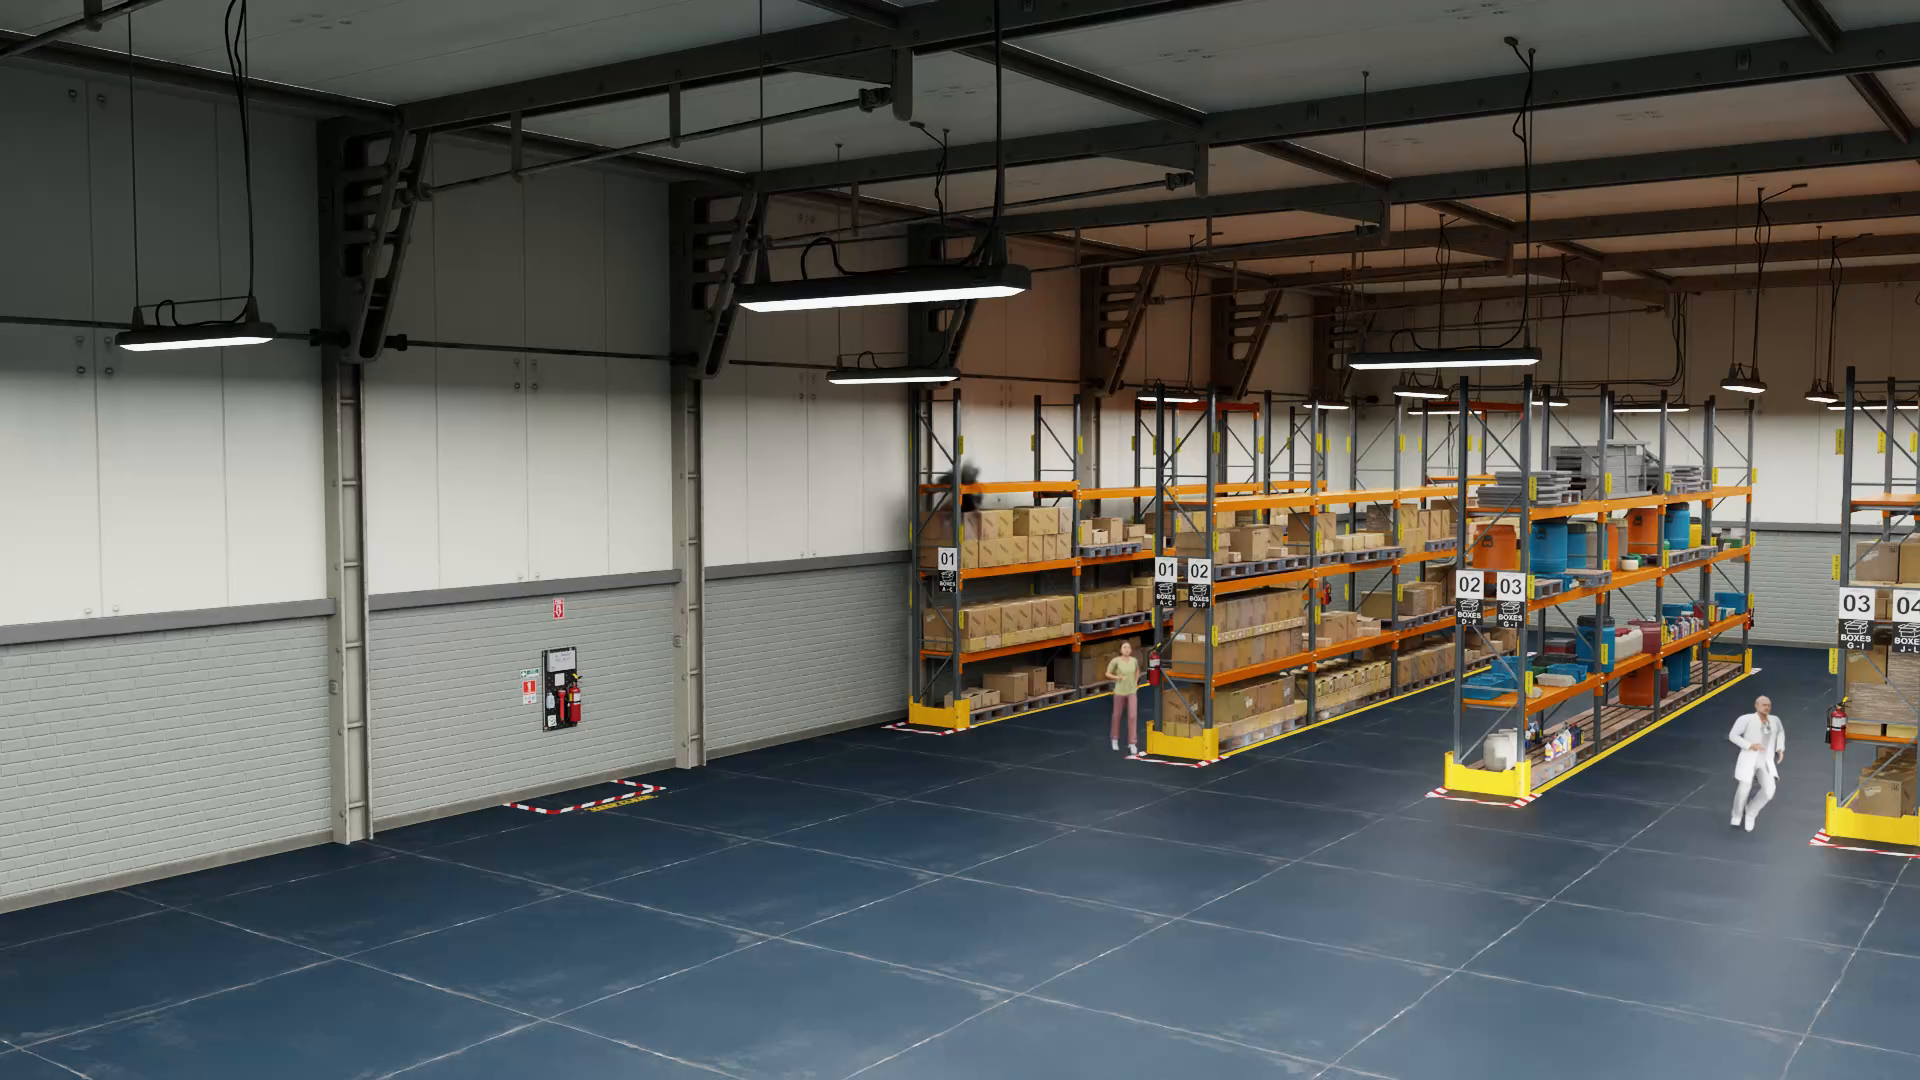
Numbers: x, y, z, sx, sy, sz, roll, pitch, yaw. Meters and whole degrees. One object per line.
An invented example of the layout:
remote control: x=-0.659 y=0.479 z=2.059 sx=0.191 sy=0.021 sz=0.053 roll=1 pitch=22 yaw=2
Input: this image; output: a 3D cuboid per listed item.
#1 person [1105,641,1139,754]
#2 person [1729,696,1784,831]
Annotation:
person: x=2.535 y=2.411 z=25.675 sx=0.585 sy=1.718 sz=0.817 roll=-1 pitch=3 yaw=-10
person: x=10.392 y=2.902 z=21.647 sx=0.790 sy=1.752 sz=0.710 roll=0 pitch=3 yaw=5
